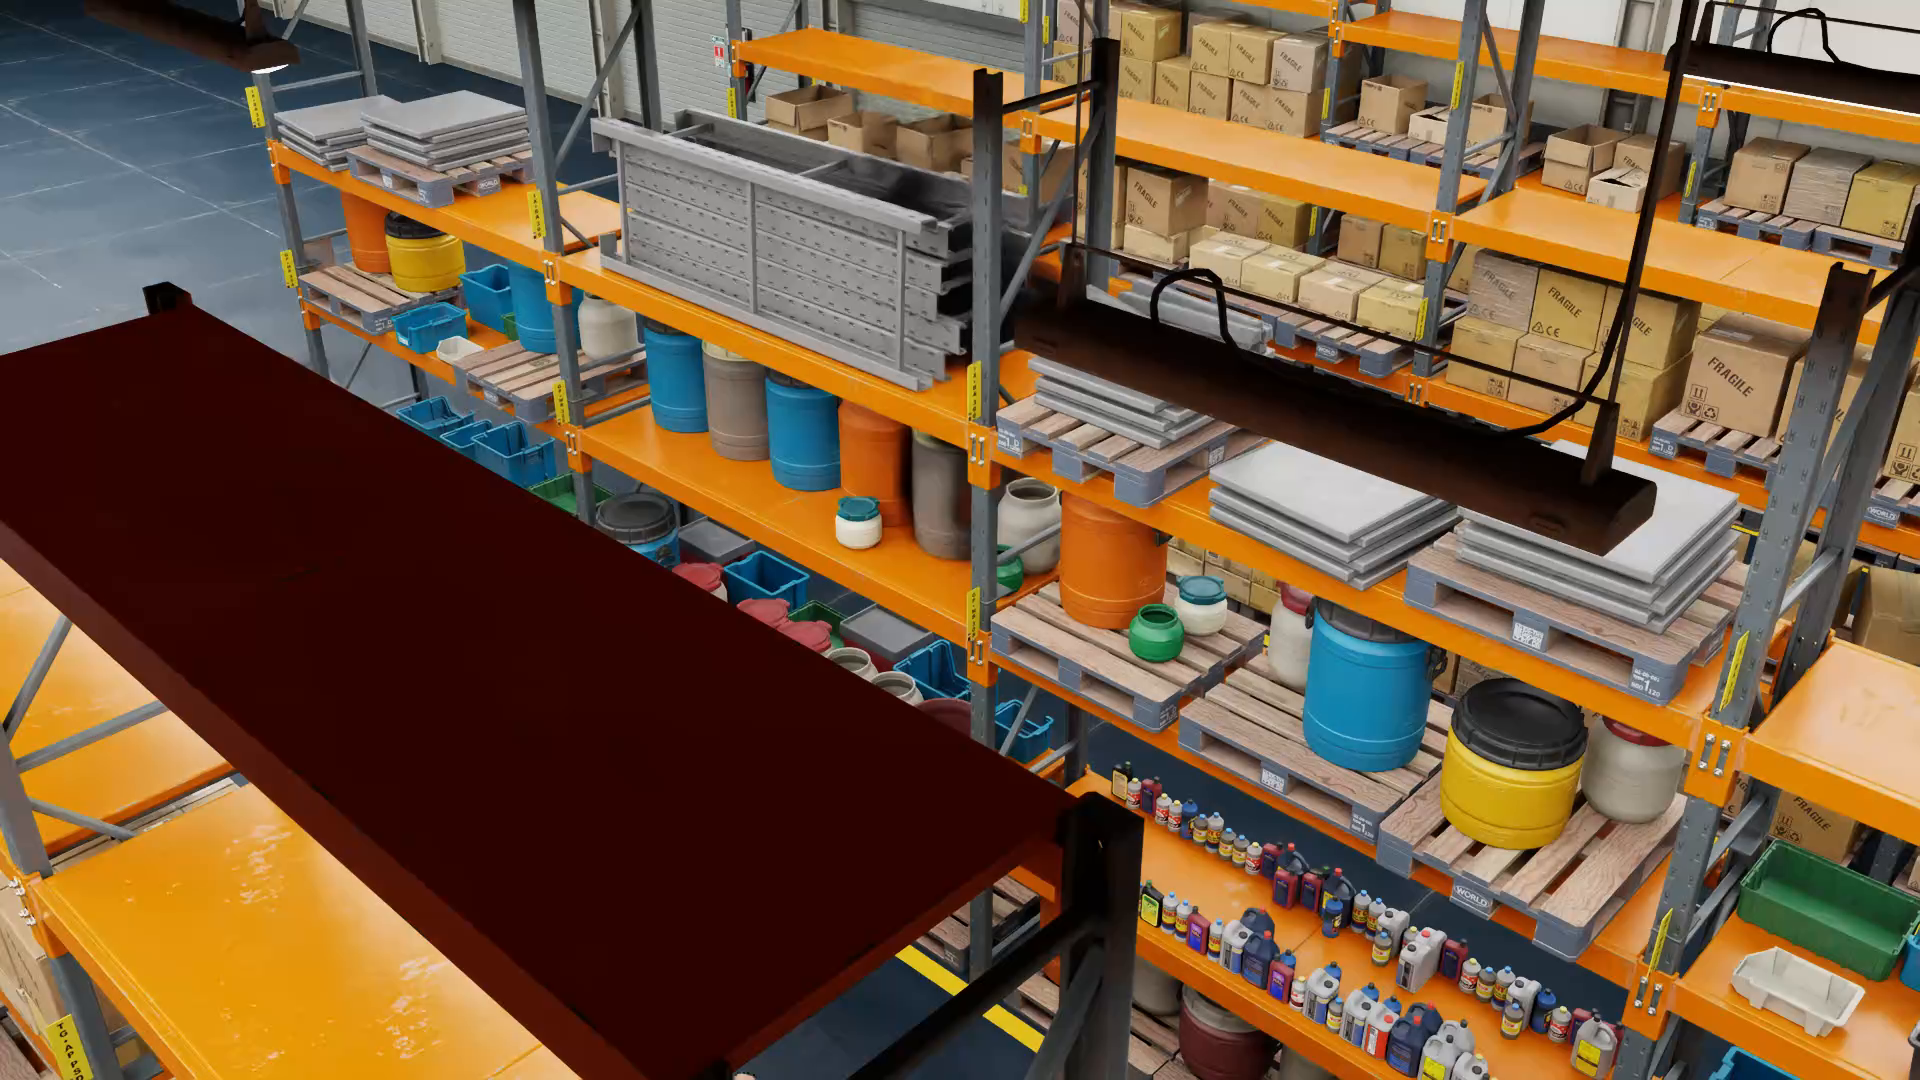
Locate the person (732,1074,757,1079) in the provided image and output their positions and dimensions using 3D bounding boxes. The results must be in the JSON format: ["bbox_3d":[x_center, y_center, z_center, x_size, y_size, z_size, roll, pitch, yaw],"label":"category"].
[{"bbox_3d":[-1.065,3.387,8.520,0.599,1.680,0.692,23,37,35],"label":"person"}]
